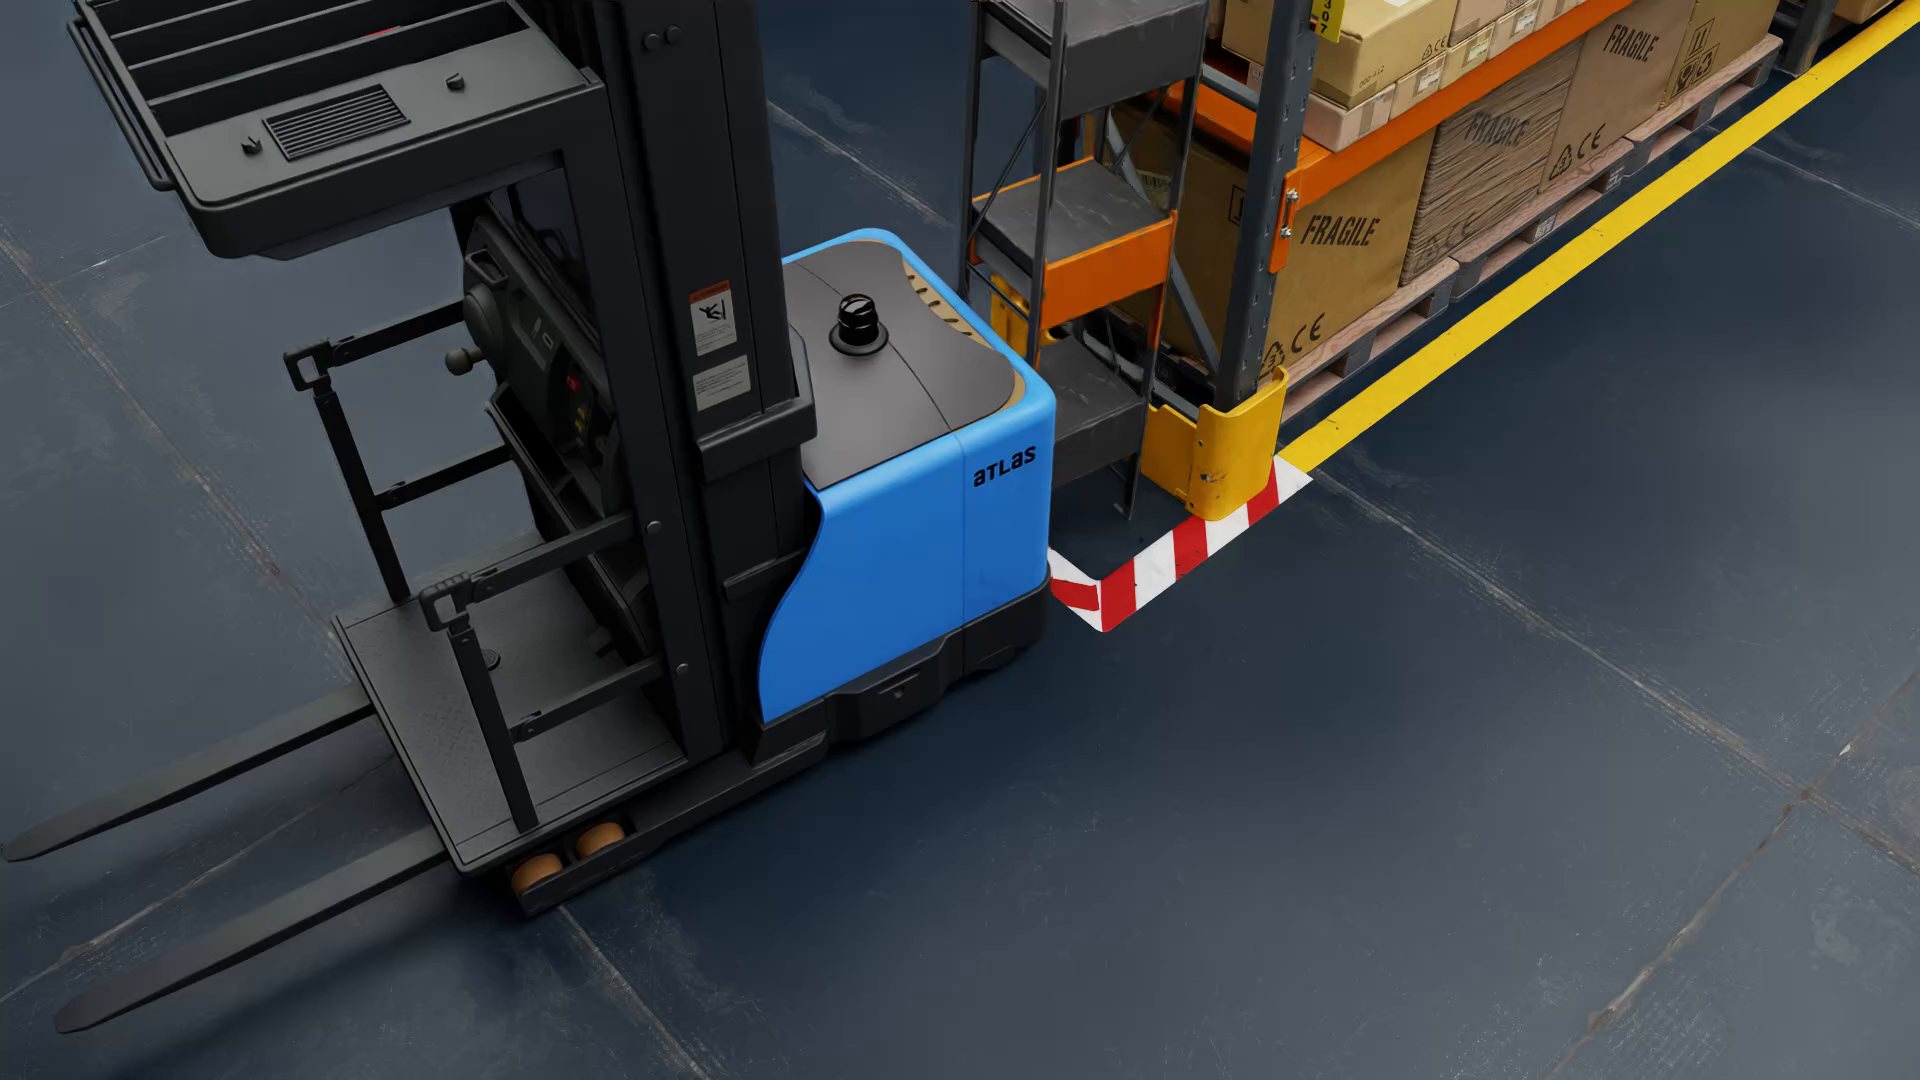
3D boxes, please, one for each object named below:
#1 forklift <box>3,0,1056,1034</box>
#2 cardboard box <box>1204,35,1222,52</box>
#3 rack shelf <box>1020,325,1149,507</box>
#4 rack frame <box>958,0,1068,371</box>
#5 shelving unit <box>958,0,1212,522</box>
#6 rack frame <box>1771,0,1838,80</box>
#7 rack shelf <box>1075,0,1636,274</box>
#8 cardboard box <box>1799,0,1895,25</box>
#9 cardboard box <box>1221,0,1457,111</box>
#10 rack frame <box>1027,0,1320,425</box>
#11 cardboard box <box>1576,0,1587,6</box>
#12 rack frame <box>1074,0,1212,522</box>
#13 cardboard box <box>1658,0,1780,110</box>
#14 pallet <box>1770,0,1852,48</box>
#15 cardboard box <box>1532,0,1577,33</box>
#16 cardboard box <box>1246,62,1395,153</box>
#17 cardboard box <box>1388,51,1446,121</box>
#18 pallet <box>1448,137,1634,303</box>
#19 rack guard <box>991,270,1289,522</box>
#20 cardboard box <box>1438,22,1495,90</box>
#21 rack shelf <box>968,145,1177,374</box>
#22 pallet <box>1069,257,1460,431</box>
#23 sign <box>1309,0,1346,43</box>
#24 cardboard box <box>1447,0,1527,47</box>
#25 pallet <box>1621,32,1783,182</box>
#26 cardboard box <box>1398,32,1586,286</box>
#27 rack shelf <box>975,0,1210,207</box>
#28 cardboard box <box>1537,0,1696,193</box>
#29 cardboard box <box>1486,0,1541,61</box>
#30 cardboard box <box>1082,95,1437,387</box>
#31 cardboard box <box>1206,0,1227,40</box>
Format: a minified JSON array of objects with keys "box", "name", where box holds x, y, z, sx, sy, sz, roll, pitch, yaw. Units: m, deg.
[{"box":[-1.228,-0.383,4.109,3.031,2.935,1.130,-25,52,-22],"name":"forklift"},{"box":[0.670,-1.746,5.491,0.250,0.149,0.380,-33,55,-27],"name":"cardboard box"},{"box":[0.291,-0.330,5.581,0.480,0.518,0.431,-25,52,-24],"name":"rack shelf"},{"box":[0.114,-0.735,4.970,0.015,2.100,0.400,-25,52,-24],"name":"rack frame"},{"box":[0.316,-0.828,5.070,0.503,2.100,0.431,-25,52,-24],"name":"shelving unit"},{"box":[3.587,-3.454,6.896,0.127,3.000,1.000,-34,56,-27],"name":"rack frame"},{"box":[2.107,-2.221,6.248,4.000,0.370,1.077,-34,56,-27],"name":"rack shelf"},{"box":[4.047,-3.203,7.825,0.875,0.875,1.225,-34,56,-27],"name":"cardboard box"},{"box":[1.164,-1.617,5.101,0.500,0.250,0.500,-35,56,-28],"name":"cardboard box"},{"box":[0.628,-1.476,5.071,0.127,3.000,1.000,-34,56,-27],"name":"rack frame"},{"box":[2.062,-2.024,5.748,0.250,0.149,0.380,-34,56,-27],"name":"cardboard box"},{"box":[0.519,-0.920,5.170,0.015,2.100,0.400,-25,52,-24],"name":"rack frame"},{"box":[3.045,-2.593,7.262,0.875,0.875,0.875,-34,56,-27],"name":"cardboard box"},{"box":[4.107,-2.931,8.311,1.213,0.211,1.003,-34,56,-27],"name":"pallet"},{"box":[1.871,-1.896,5.630,0.250,0.149,0.380,-35,56,-28],"name":"cardboard box"},{"box":[1.112,-1.387,5.160,0.250,0.149,0.380,-33,55,-27],"name":"cardboard box"},{"box":[1.301,-1.515,5.278,0.250,0.149,0.380,-35,56,-28],"name":"cardboard box"},{"box":[2.069,-1.569,7.054,1.213,0.211,1.003,-34,56,-27],"name":"pallet"},{"box":[0.610,-0.617,5.979,0.348,0.500,1.175,-34,56,-27],"name":"rack guard"},{"box":[1.490,-1.642,5.395,0.250,0.149,0.380,-35,56,-28],"name":"cardboard box"},{"box":[0.316,-0.818,5.080,0.480,0.518,0.431,-25,52,-24],"name":"rack shelf"},{"box":[1.167,-0.969,6.500,1.213,0.211,1.003,-34,56,-27],"name":"pallet"},{"box":[0.997,-1.492,4.443,0.005,0.325,0.100,-34,56,-27],"name":"sign"},{"box":[1.545,-1.877,5.341,0.500,0.250,0.500,-34,56,-28],"name":"cardboard box"},{"box":[2.972,-2.175,7.613,1.213,0.211,1.003,-34,56,-27],"name":"pallet"},{"box":[1.721,-1.708,6.445,0.875,0.875,0.875,-34,56,-27],"name":"cardboard box"},{"box":[0.341,-1.306,4.579,0.480,0.518,0.431,-25,52,-24],"name":"rack shelf"},{"box":[2.379,-2.148,6.851,0.875,0.875,0.875,-34,56,-27],"name":"cardboard box"},{"box":[1.683,-1.771,5.514,0.250,0.149,0.380,-35,56,-28],"name":"cardboard box"},{"box":[1.047,-1.258,6.030,0.875,0.875,0.875,-34,56,-27],"name":"cardboard box"},{"box":[0.808,-1.910,5.371,0.500,0.250,0.500,-35,56,-28],"name":"cardboard box"}]
